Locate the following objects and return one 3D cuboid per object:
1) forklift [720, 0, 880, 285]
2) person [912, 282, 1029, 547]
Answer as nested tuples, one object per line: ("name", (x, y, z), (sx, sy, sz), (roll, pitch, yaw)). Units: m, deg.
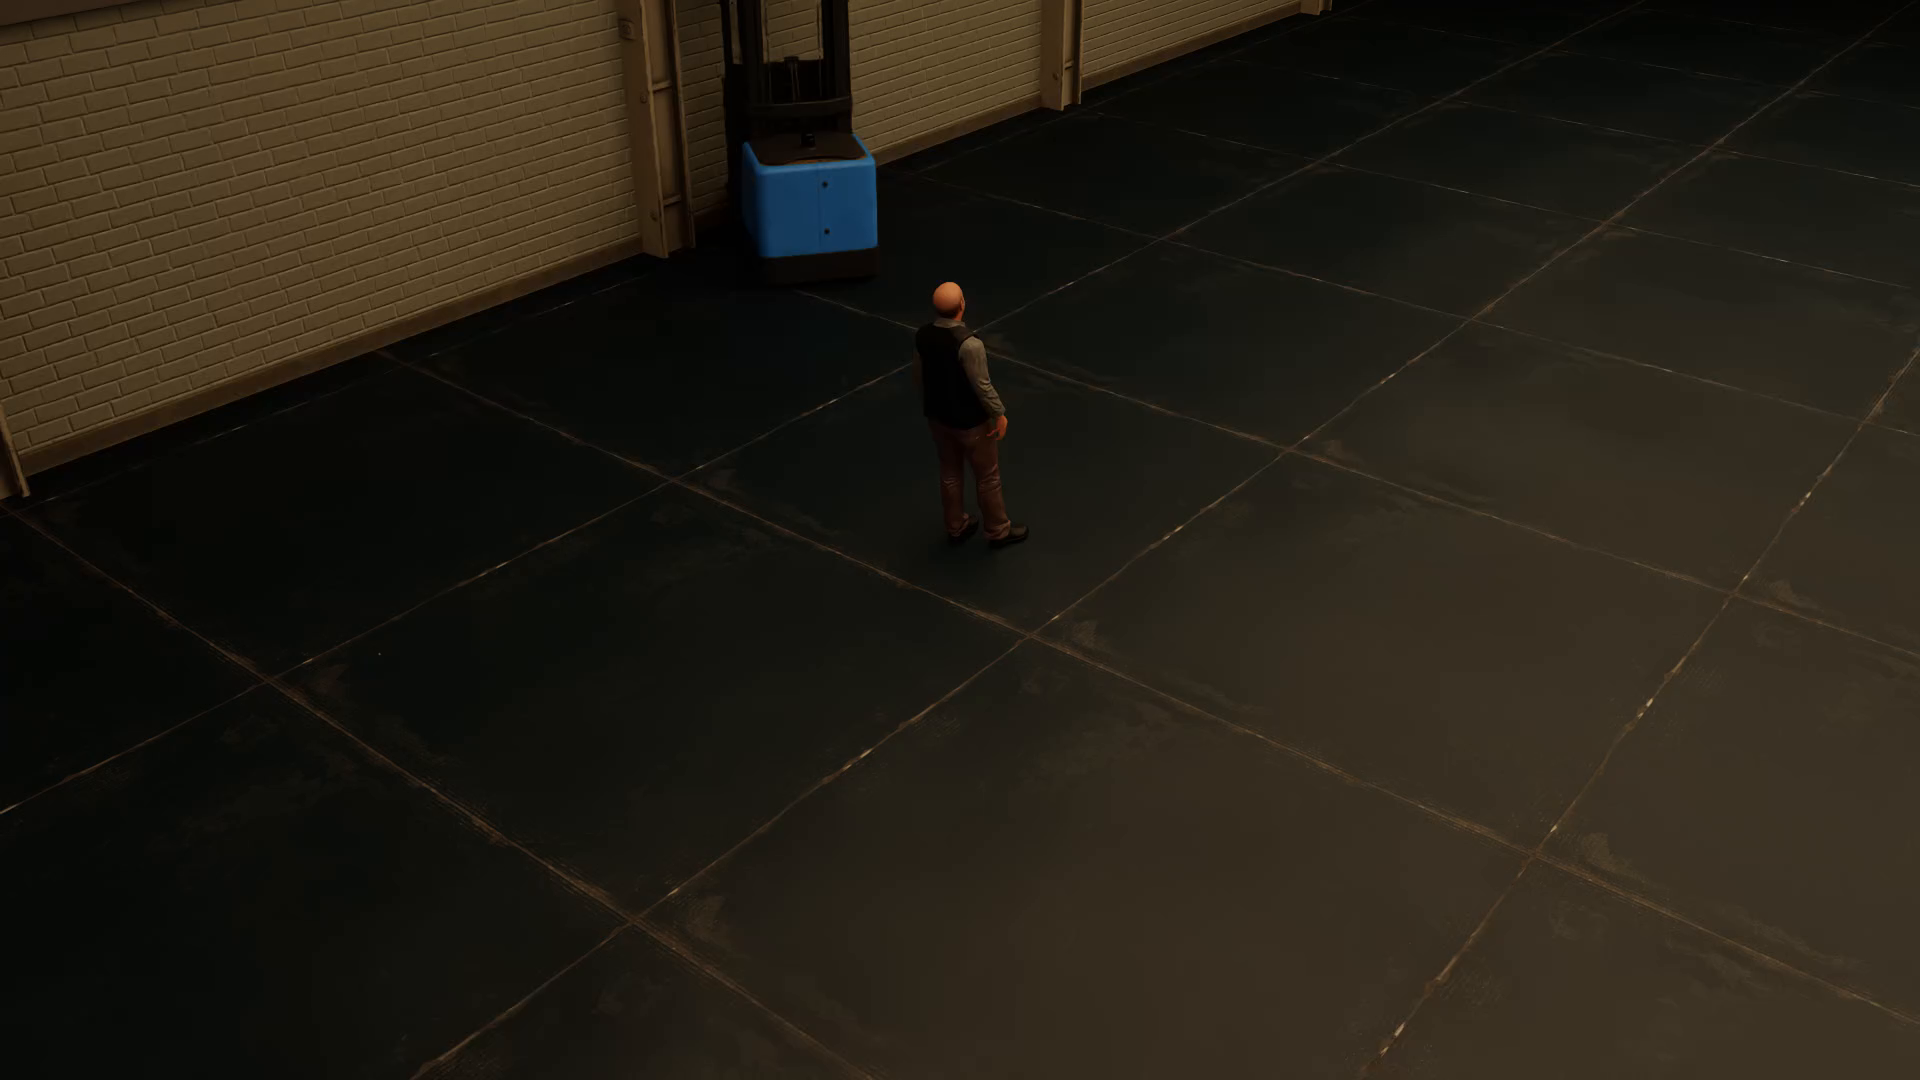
("forklift", (-1.562, -4.148, 14.694), (1.130, 2.935, 3.031), (-8, 31, -13))
("person", (0.050, -0.775, 10.105), (0.632, 1.720, 0.552), (22, 37, 33))
